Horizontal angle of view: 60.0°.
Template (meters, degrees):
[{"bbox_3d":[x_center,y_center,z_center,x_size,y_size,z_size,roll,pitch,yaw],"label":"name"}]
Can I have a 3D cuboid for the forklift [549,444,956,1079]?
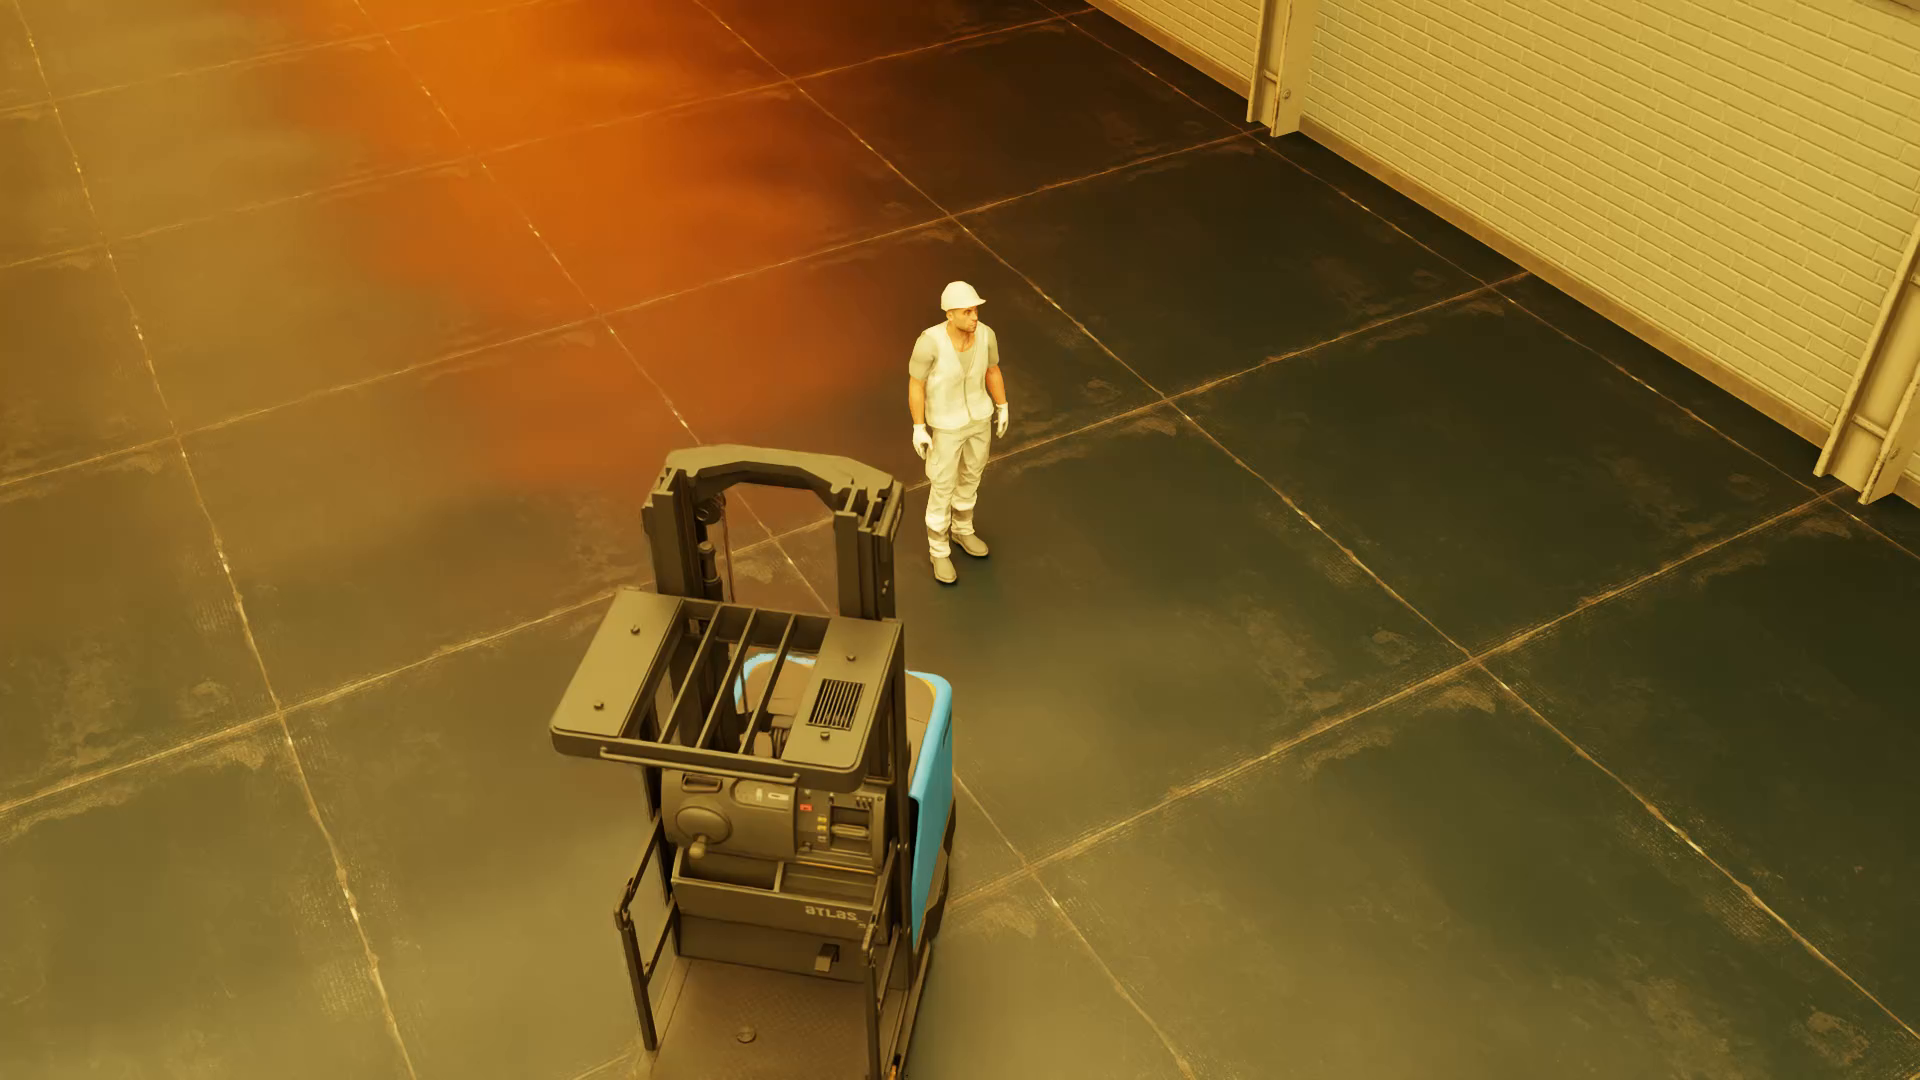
[{"bbox_3d":[-0.794,1.212,6.575,1.130,2.935,3.031,7,40,8],"label":"forklift"}]

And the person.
[{"bbox_3d":[0.031,-0.646,9.698,0.638,1.789,0.562,-20,44,-23],"label":"person"}]
